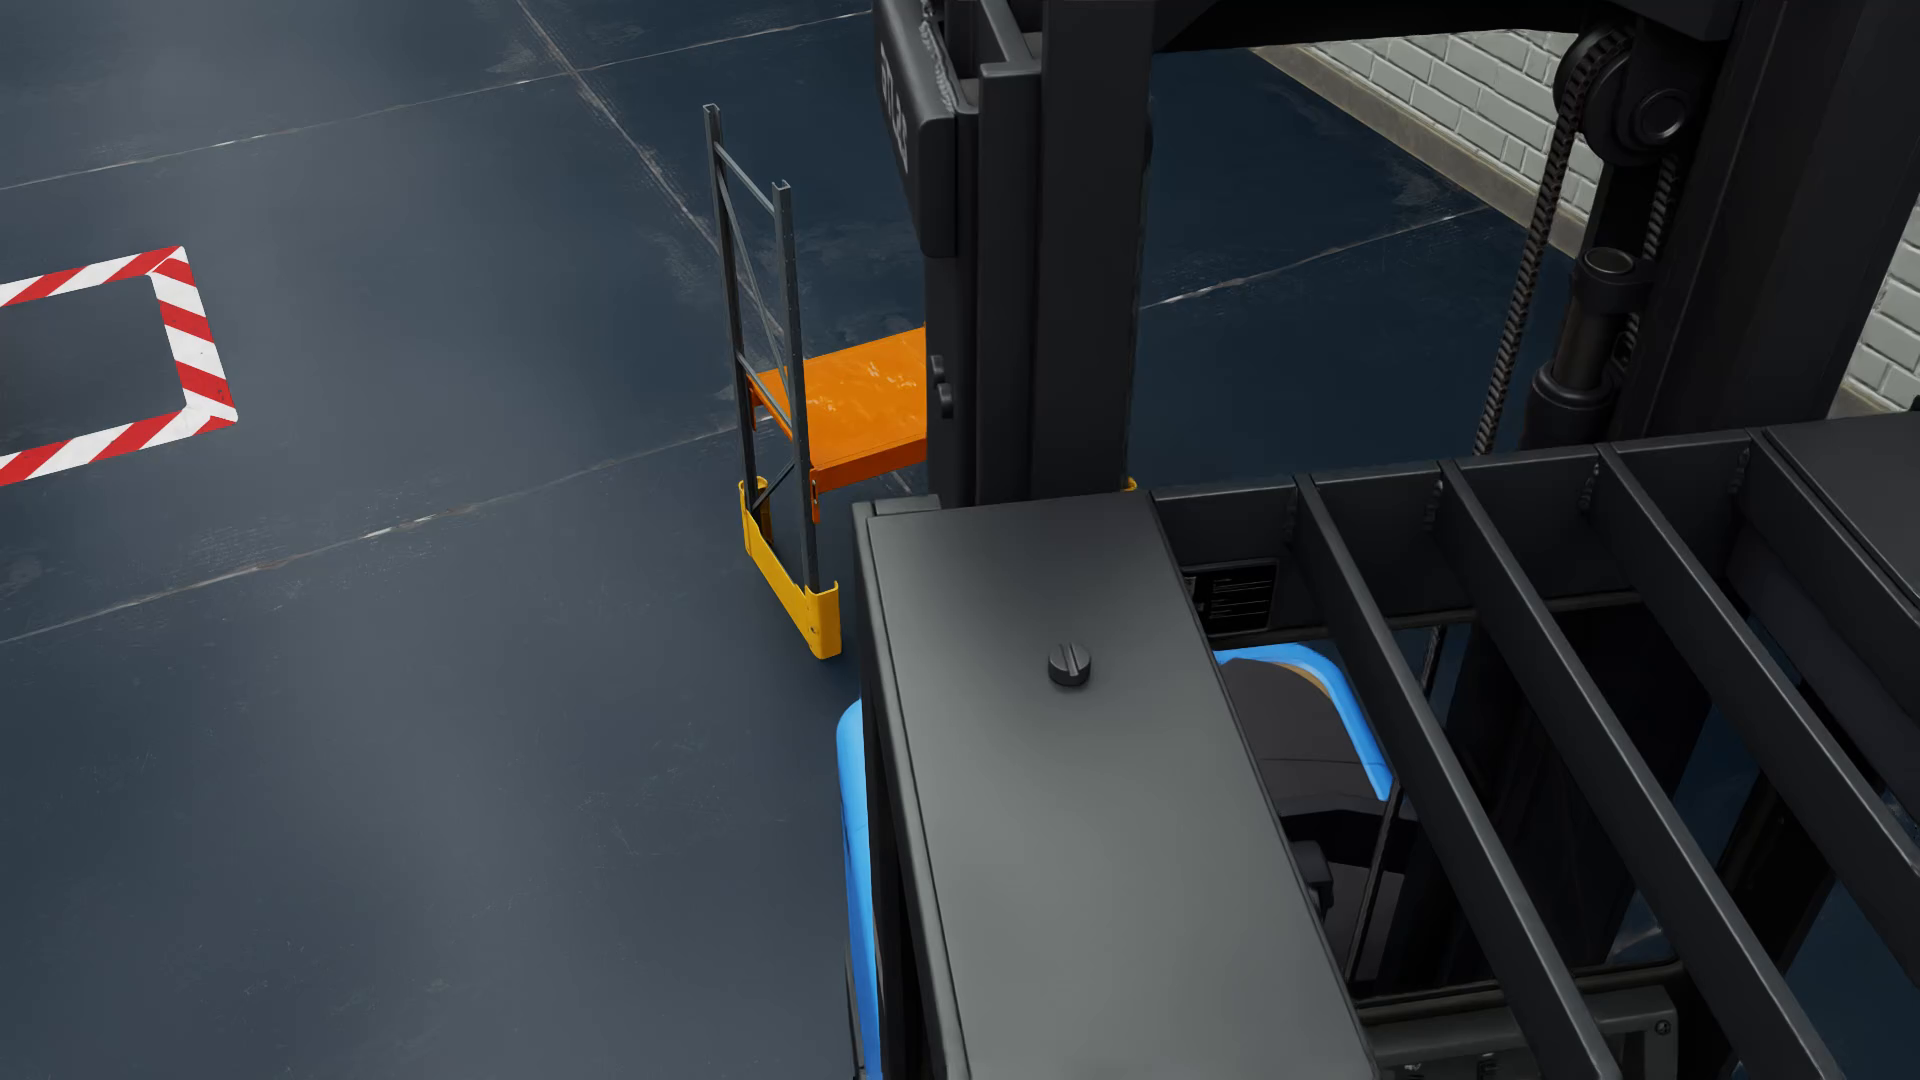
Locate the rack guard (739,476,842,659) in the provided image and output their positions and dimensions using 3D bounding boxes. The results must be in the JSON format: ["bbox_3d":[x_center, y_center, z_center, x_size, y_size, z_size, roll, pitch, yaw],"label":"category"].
[{"bbox_3d":[-0.509,0.076,4.967,0.087,0.250,0.587,-19,44,-21],"label":"rack guard"}]

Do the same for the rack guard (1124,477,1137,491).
[{"bbox_3d":[0.374,-0.221,5.318,0.087,0.250,0.587,-19,44,-21],"label":"rack guard"}]

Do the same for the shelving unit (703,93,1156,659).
[{"bbox_3d":[-0.068,-0.550,4.739,1.083,1.500,0.587,-19,44,-21],"label":"shelving unit"}]

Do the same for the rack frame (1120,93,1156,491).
[{"bbox_3d":[0.375,-0.699,4.915,0.032,1.500,0.500,-19,44,-21],"label":"rack frame"}]

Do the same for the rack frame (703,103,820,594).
[{"bbox_3d":[-0.527,-0.395,4.556,0.032,1.500,0.500,-19,44,-21],"label":"rack frame"}]

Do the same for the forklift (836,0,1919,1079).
[{"bbox_3d":[0.488,0.890,1.930,1.130,2.935,3.031,-6,41,-7],"label":"forklift"}]

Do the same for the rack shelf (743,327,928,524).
[{"bbox_3d":[-0.076,-0.410,4.852,1.000,0.185,0.538,-19,44,-21],"label":"rack shelf"}]
